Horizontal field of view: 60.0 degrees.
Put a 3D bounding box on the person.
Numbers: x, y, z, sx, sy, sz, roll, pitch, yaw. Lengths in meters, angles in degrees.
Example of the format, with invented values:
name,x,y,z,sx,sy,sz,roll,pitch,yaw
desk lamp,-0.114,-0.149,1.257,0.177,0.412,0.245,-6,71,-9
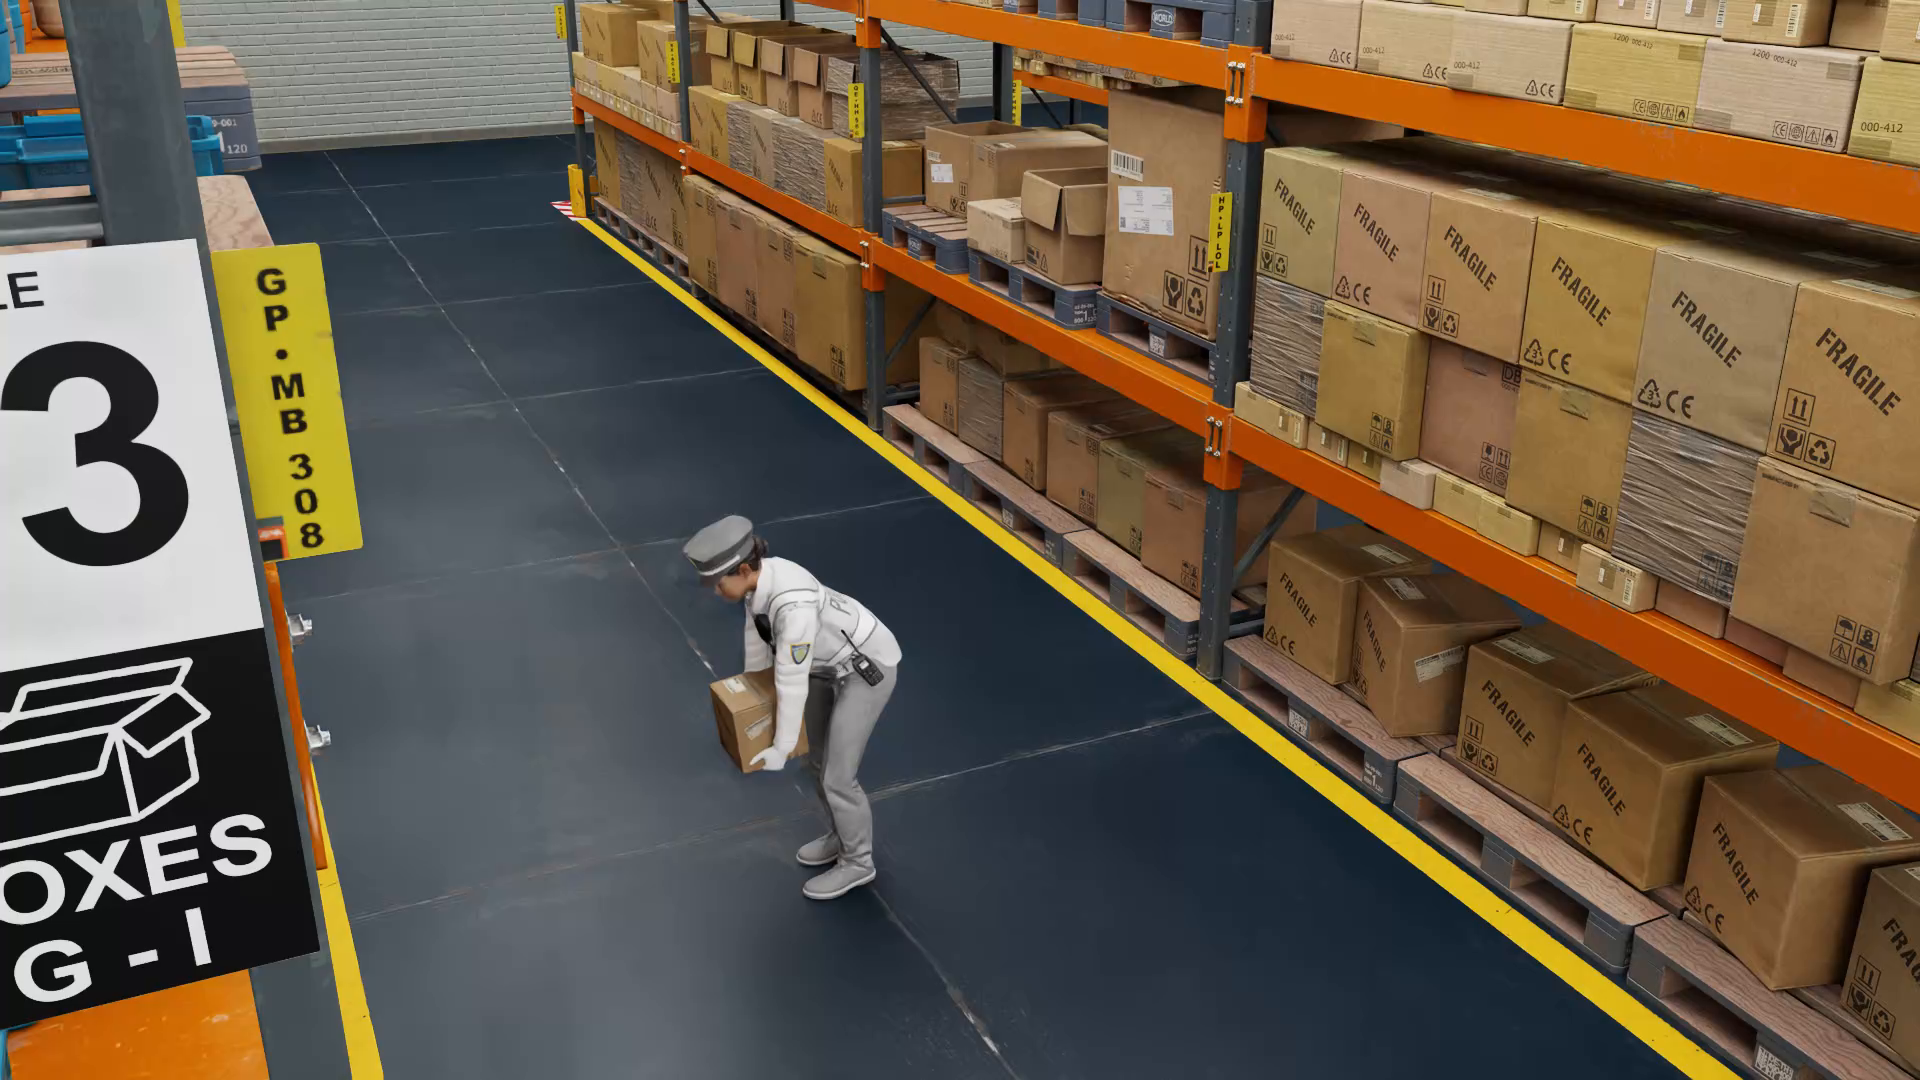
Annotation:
name,x,y,z,sx,sy,sz,roll,pitch,yaw
person,-0.577,0.588,5.904,0.758,1.483,0.409,-11,25,-25
